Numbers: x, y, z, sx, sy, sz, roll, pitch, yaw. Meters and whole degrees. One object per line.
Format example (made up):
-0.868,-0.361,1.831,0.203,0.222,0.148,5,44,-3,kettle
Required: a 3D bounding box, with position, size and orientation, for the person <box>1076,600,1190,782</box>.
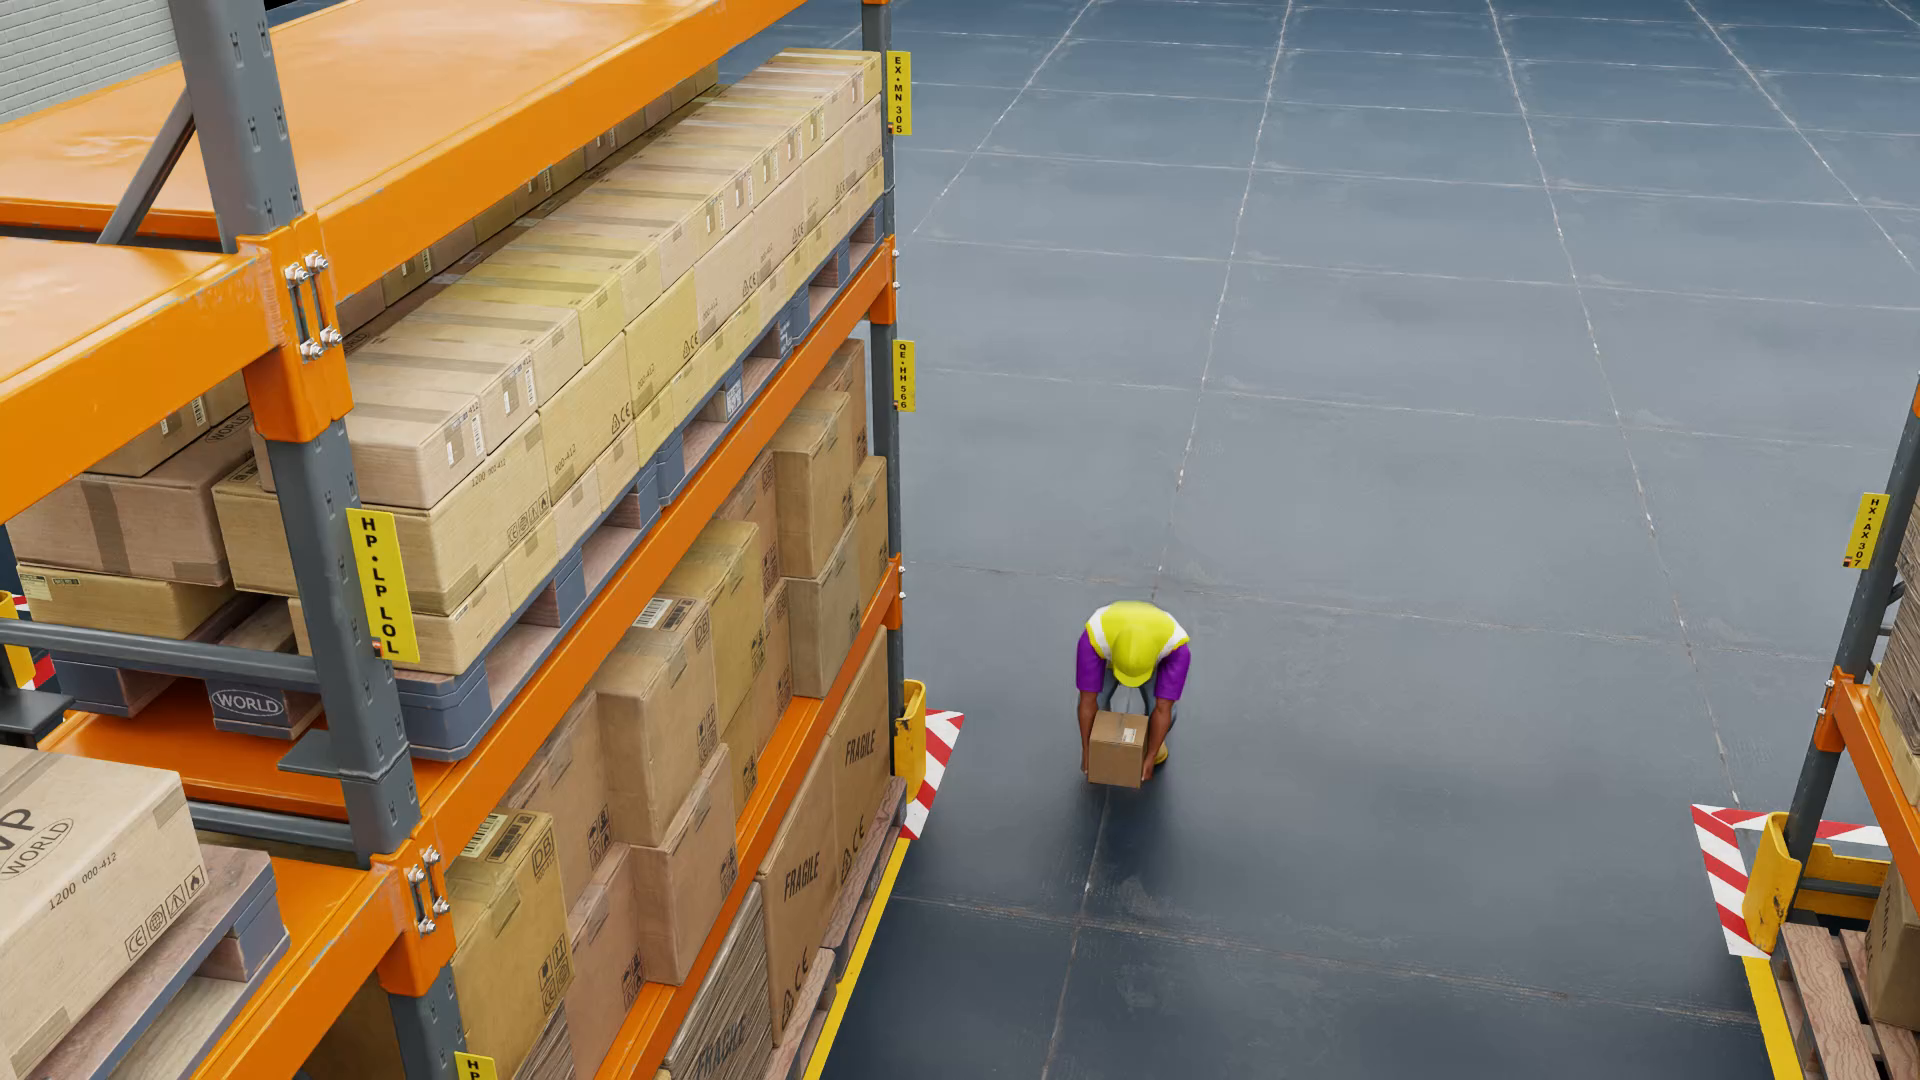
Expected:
0.848,0.687,8.136,0.535,1.009,0.914,5,29,9,person
